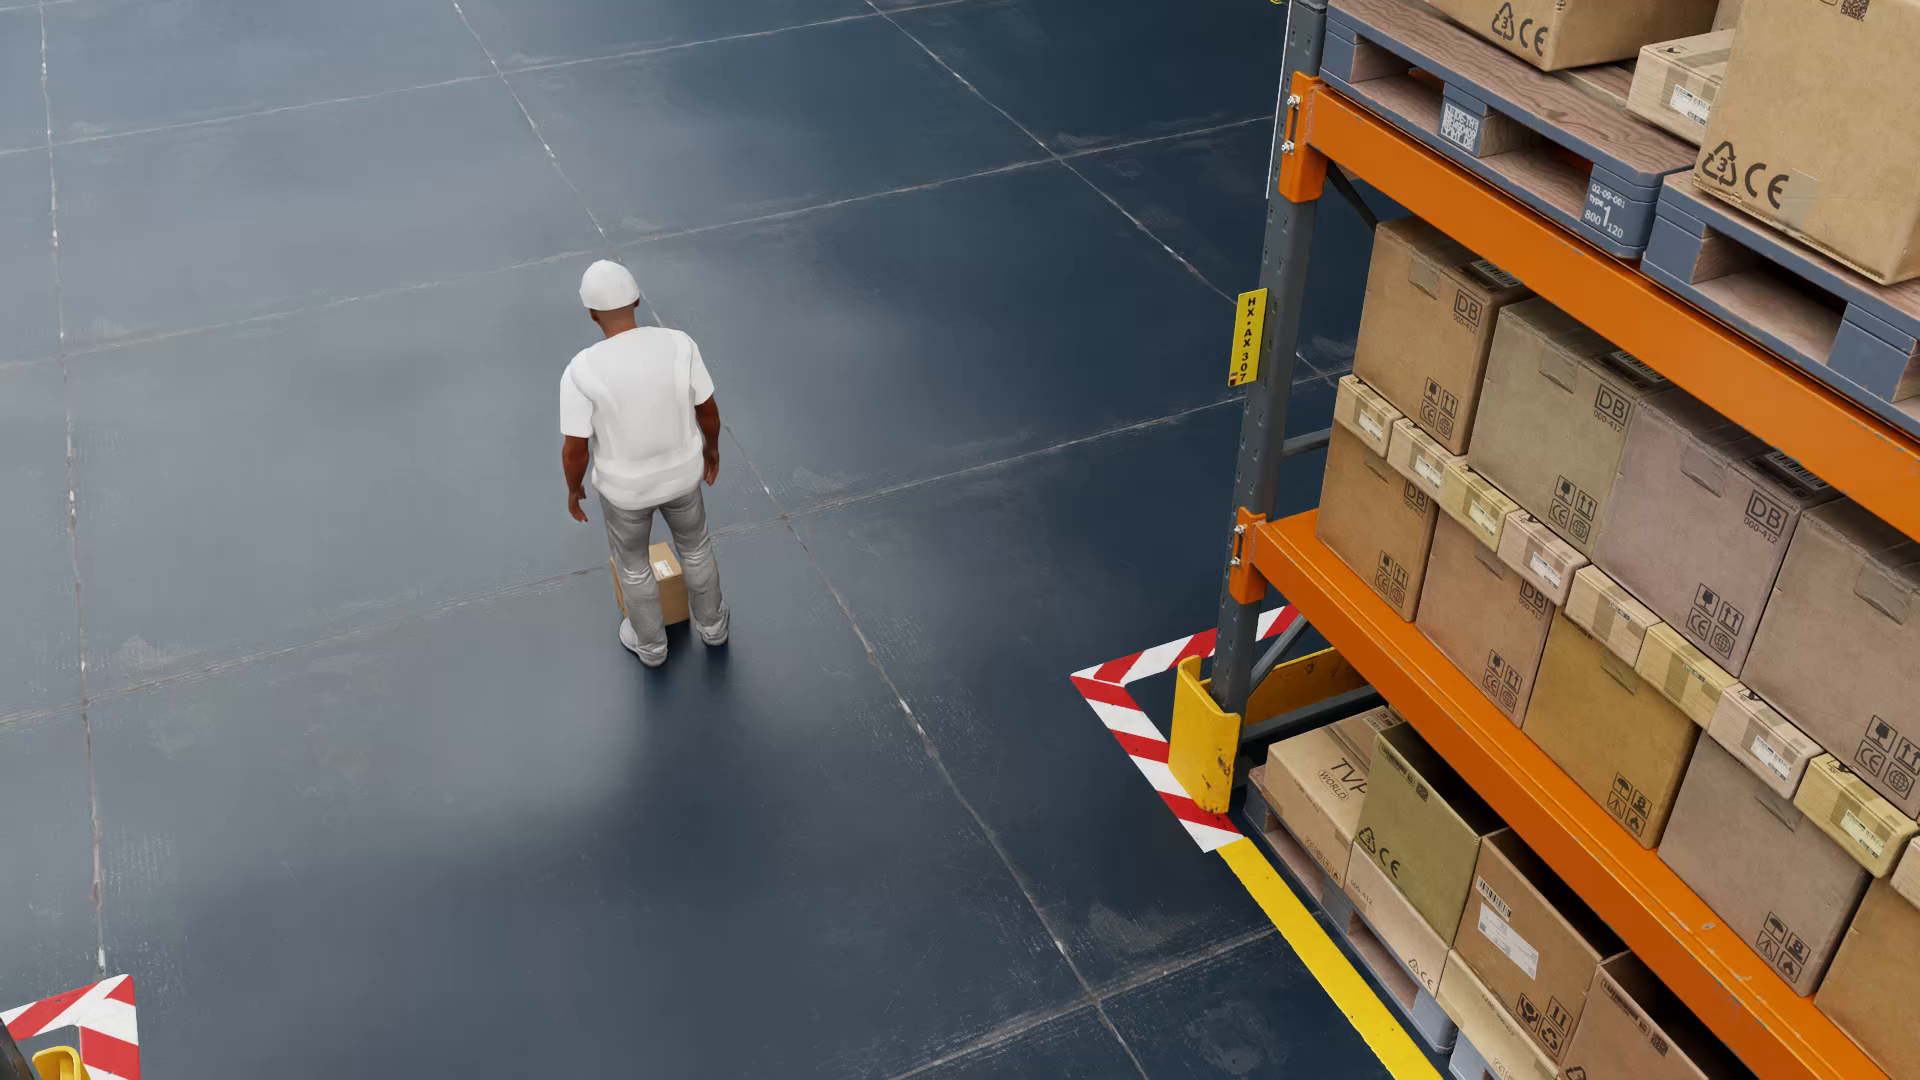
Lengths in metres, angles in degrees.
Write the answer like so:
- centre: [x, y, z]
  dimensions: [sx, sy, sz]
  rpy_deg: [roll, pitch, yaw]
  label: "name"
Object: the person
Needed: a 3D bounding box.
- centre: [-1.230, -0.272, 6.494]
  dimensions: [0.636, 1.761, 0.454]
  rpy_deg: [-18, 40, -22]
  label: "person"
